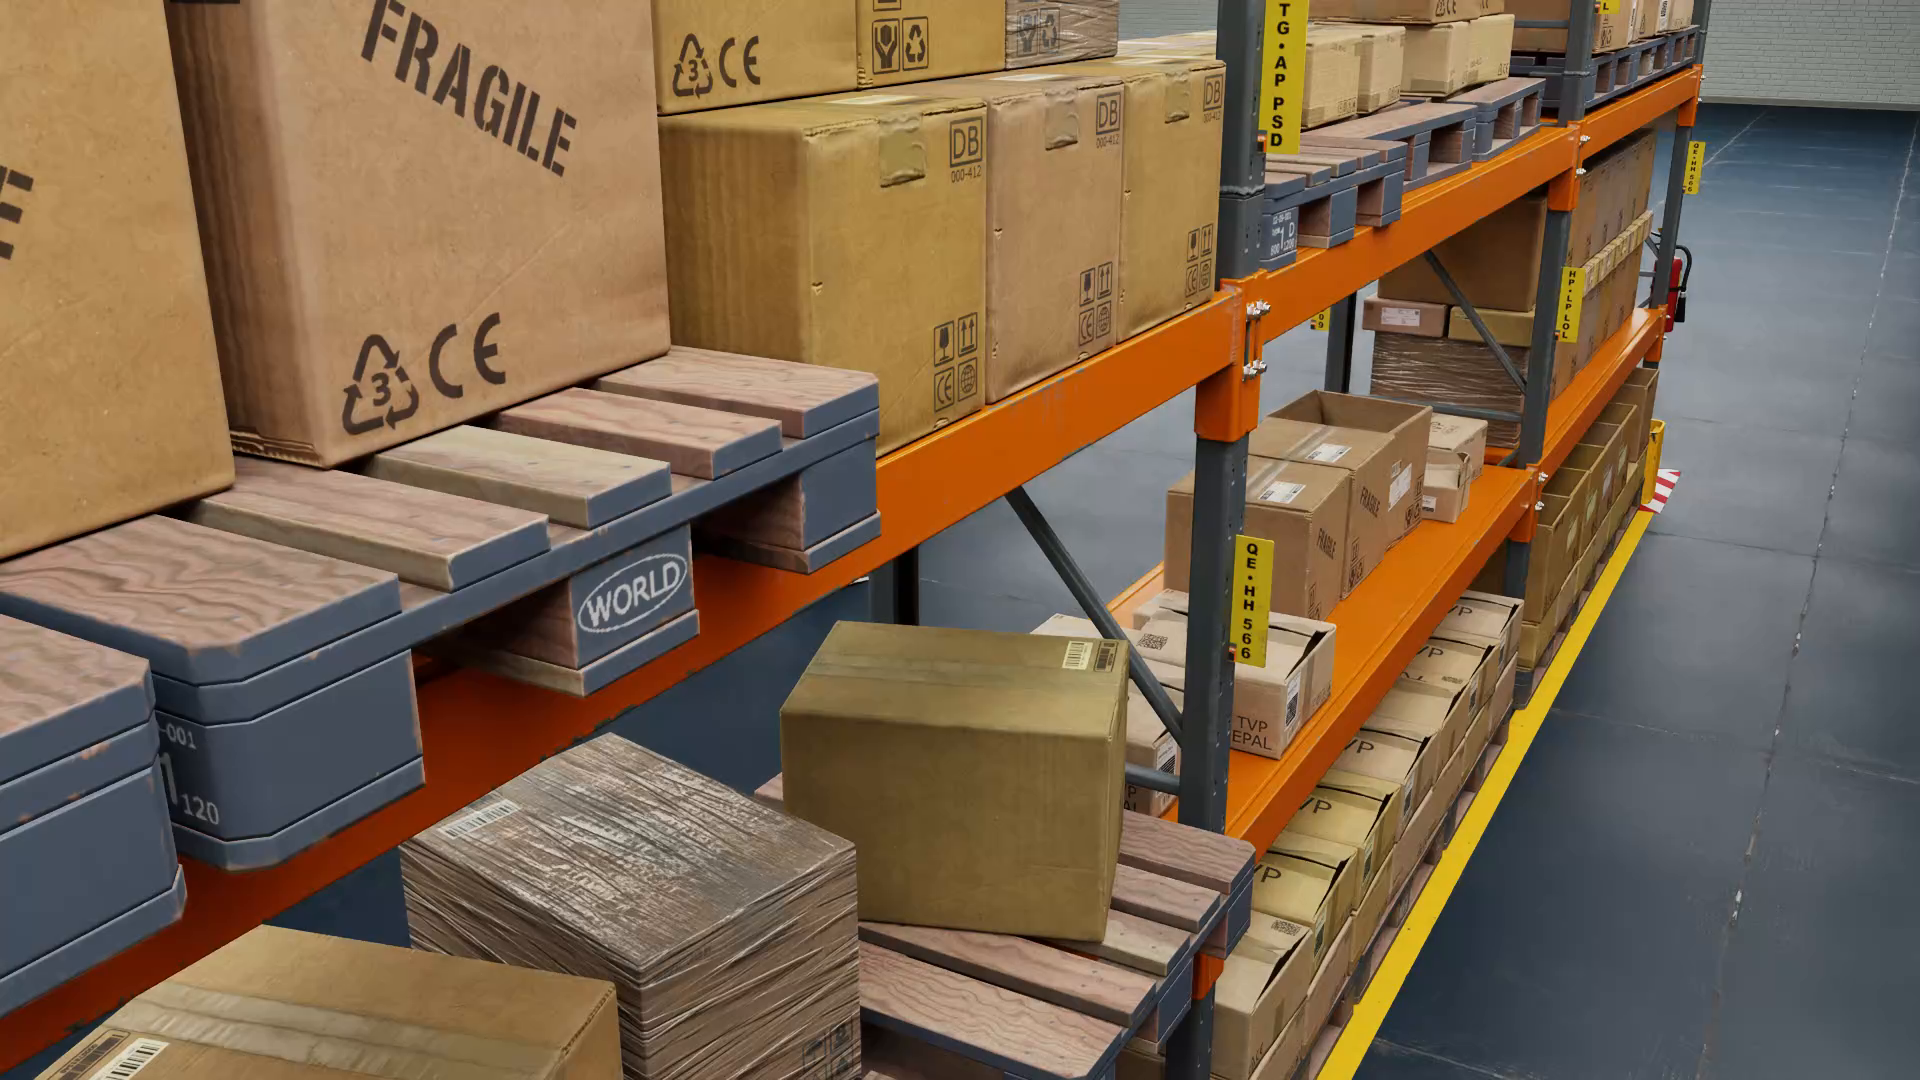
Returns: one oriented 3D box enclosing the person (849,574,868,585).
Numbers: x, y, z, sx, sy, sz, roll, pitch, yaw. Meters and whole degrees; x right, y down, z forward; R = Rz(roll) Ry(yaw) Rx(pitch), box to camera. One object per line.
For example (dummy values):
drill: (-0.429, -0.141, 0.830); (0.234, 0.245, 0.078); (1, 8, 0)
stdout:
person: (-0.773, -0.521, 9.556); (0.481, 1.582, 0.343); (10, 22, 25)
